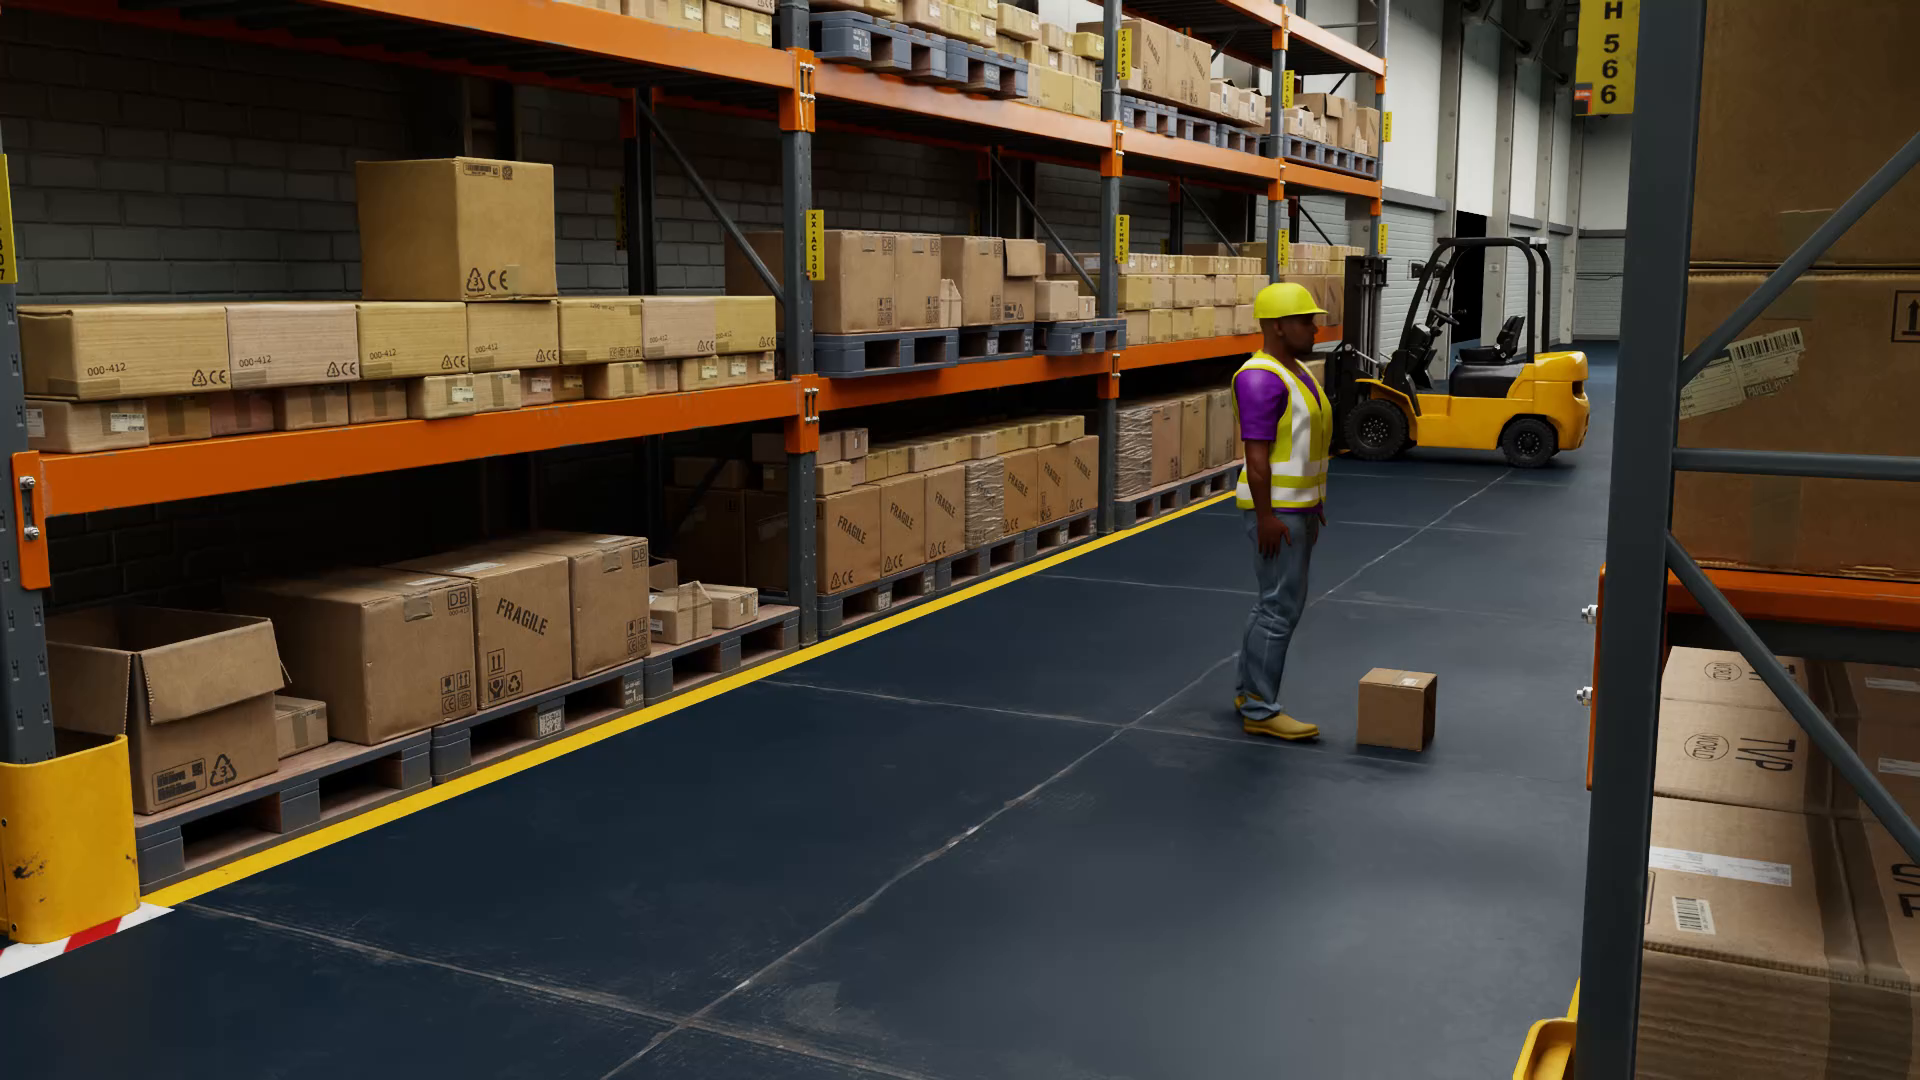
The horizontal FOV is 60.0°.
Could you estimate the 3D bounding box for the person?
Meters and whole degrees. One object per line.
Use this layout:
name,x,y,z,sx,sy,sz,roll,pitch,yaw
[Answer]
person,1.276,-0.088,6.572,0.432,1.833,0.567,5,10,27
